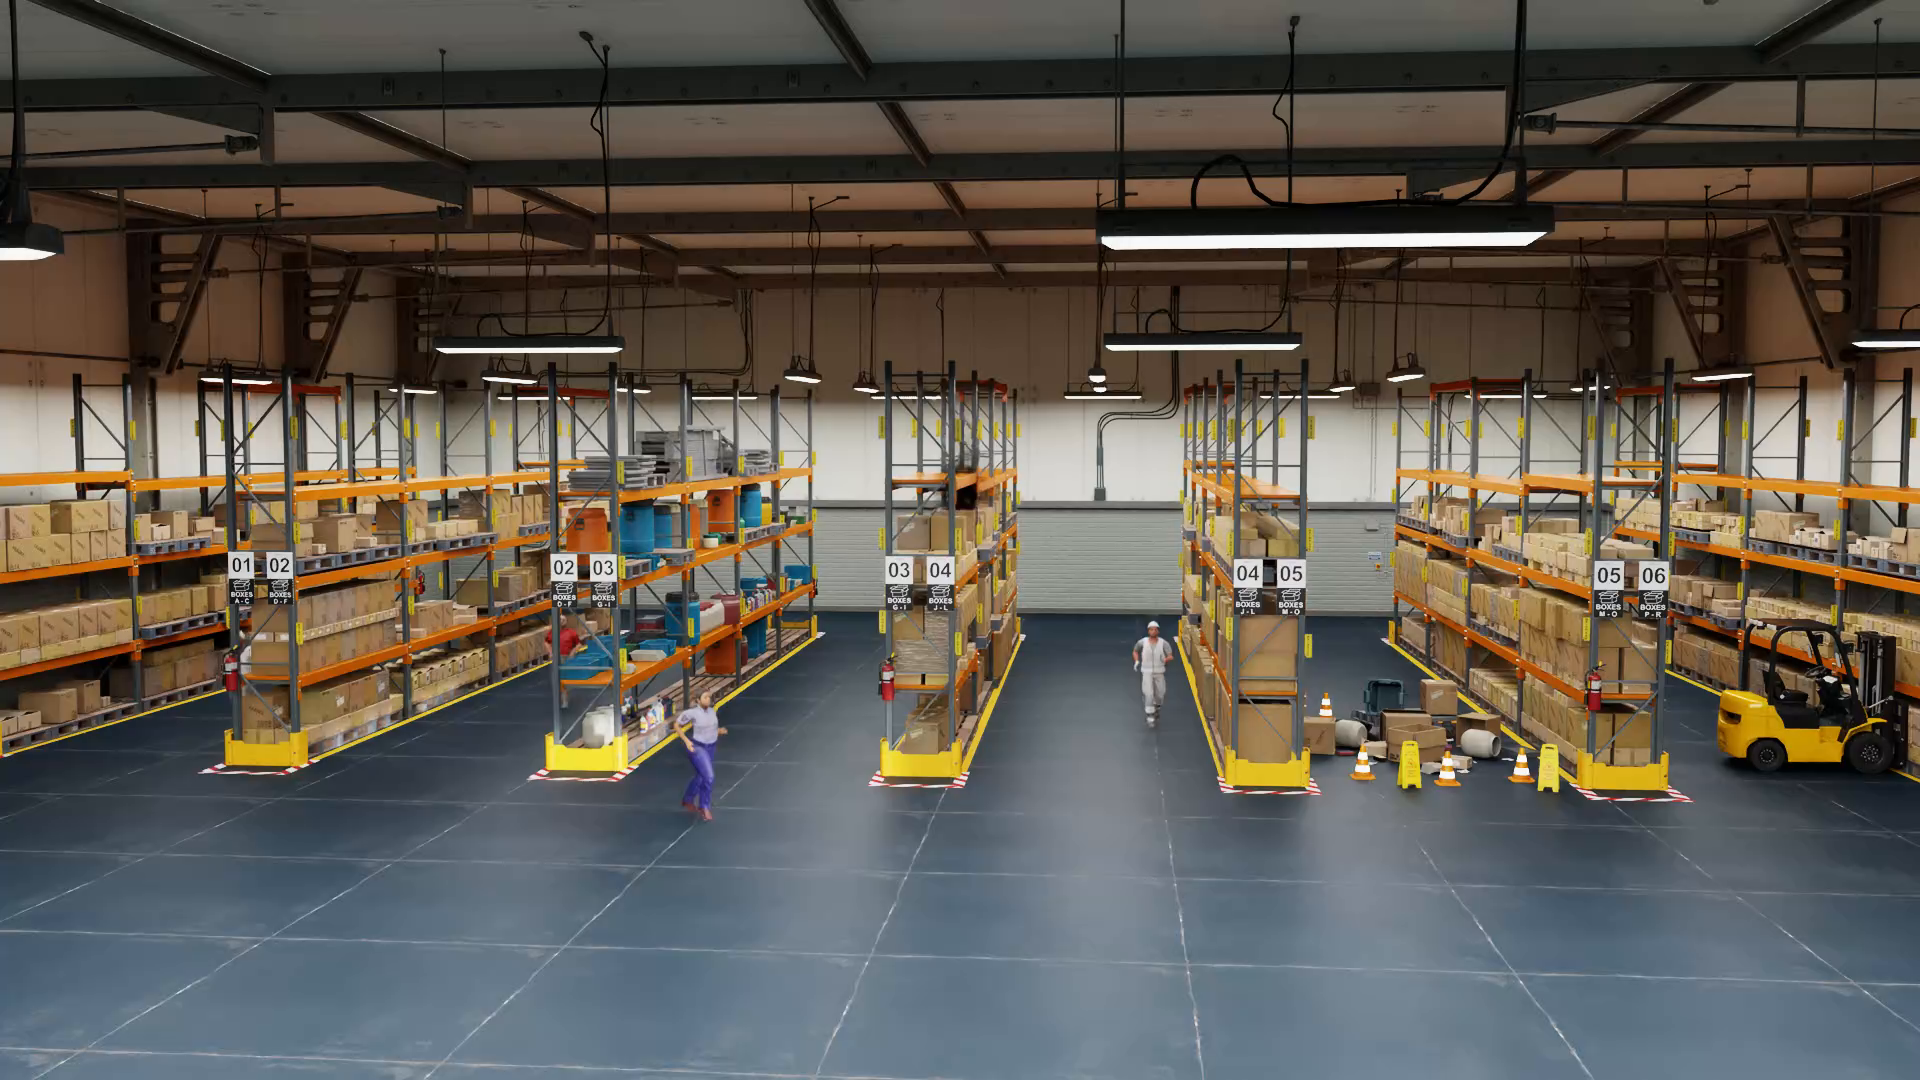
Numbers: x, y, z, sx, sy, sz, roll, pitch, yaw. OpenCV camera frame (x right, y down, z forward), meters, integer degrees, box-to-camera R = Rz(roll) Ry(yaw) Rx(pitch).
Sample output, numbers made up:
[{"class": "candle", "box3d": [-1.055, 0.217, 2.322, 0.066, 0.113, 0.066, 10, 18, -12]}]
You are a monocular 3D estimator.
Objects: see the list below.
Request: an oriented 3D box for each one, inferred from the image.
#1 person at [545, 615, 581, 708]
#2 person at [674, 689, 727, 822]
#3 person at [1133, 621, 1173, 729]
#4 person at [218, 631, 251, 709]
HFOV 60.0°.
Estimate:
[{"class": "person", "box3d": [-7.174, 2.187, 30.004, 0.658, 1.676, 0.618, 0, 4, -7]}, {"class": "person", "box3d": [-3.344, 2.779, 21.527, 0.752, 1.710, 0.584, 2, 4, 30]}, {"class": "person", "box3d": [3.257, 2.256, 28.051, 0.667, 1.768, 0.963, 0, 4, 3]}, {"class": "person", "box3d": [-11.804, 2.345, 27.200, 0.661, 1.721, 0.537, 0, 4, 7]}]
